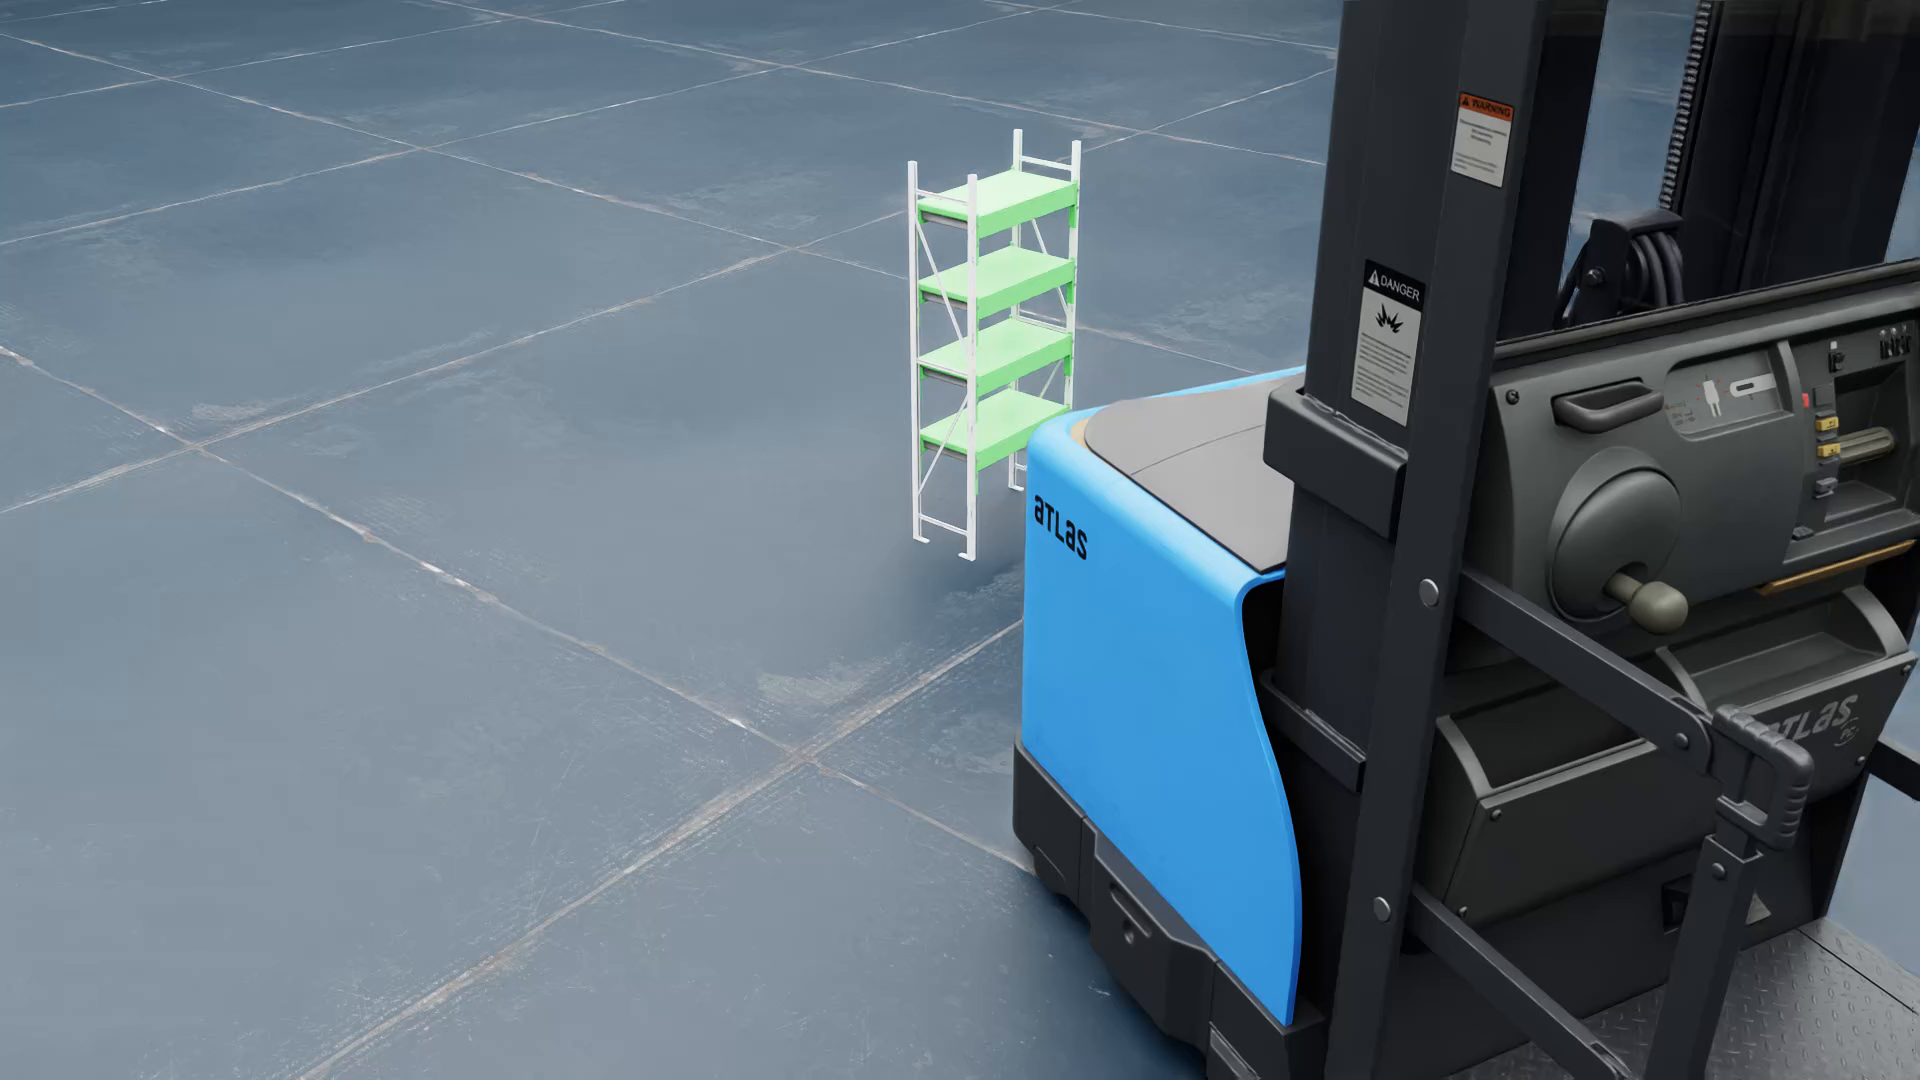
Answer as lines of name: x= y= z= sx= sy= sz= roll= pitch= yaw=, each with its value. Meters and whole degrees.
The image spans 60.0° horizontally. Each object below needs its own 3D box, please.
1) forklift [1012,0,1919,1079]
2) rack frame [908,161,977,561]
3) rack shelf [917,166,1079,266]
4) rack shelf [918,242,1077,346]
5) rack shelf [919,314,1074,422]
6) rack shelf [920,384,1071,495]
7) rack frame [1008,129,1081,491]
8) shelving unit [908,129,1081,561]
forklift: x=1.230 y=-0.088 z=2.230 sx=1.130 sy=2.935 sz=3.031 roll=-13 pitch=30 yaw=-23
rack frame: x=-0.050 y=-0.505 z=4.921 sx=0.240 sy=1.200 sz=0.015 roll=21 pitch=34 yaw=34
rack shelf: x=0.105 y=-0.961 z=4.897 sx=0.258 sy=0.148 sz=0.480 roll=21 pitch=34 yaw=34
rack shelf: x=0.105 y=-0.748 z=5.007 sx=0.258 sy=0.148 sz=0.480 roll=21 pitch=34 yaw=34
rack shelf: x=0.105 y=-0.535 z=5.117 sx=0.258 sy=0.148 sz=0.480 roll=21 pitch=34 yaw=34
rack shelf: x=0.105 y=-0.322 z=5.227 sx=0.258 sy=0.148 sz=0.480 roll=21 pitch=34 yaw=34
rack frame: x=0.261 y=-0.678 z=5.255 sx=0.240 sy=1.200 sz=0.015 roll=21 pitch=34 yaw=34
shelving unit: x=0.105 y=-0.592 z=5.088 sx=0.258 sy=1.200 sz=0.503 roll=21 pitch=34 yaw=34
